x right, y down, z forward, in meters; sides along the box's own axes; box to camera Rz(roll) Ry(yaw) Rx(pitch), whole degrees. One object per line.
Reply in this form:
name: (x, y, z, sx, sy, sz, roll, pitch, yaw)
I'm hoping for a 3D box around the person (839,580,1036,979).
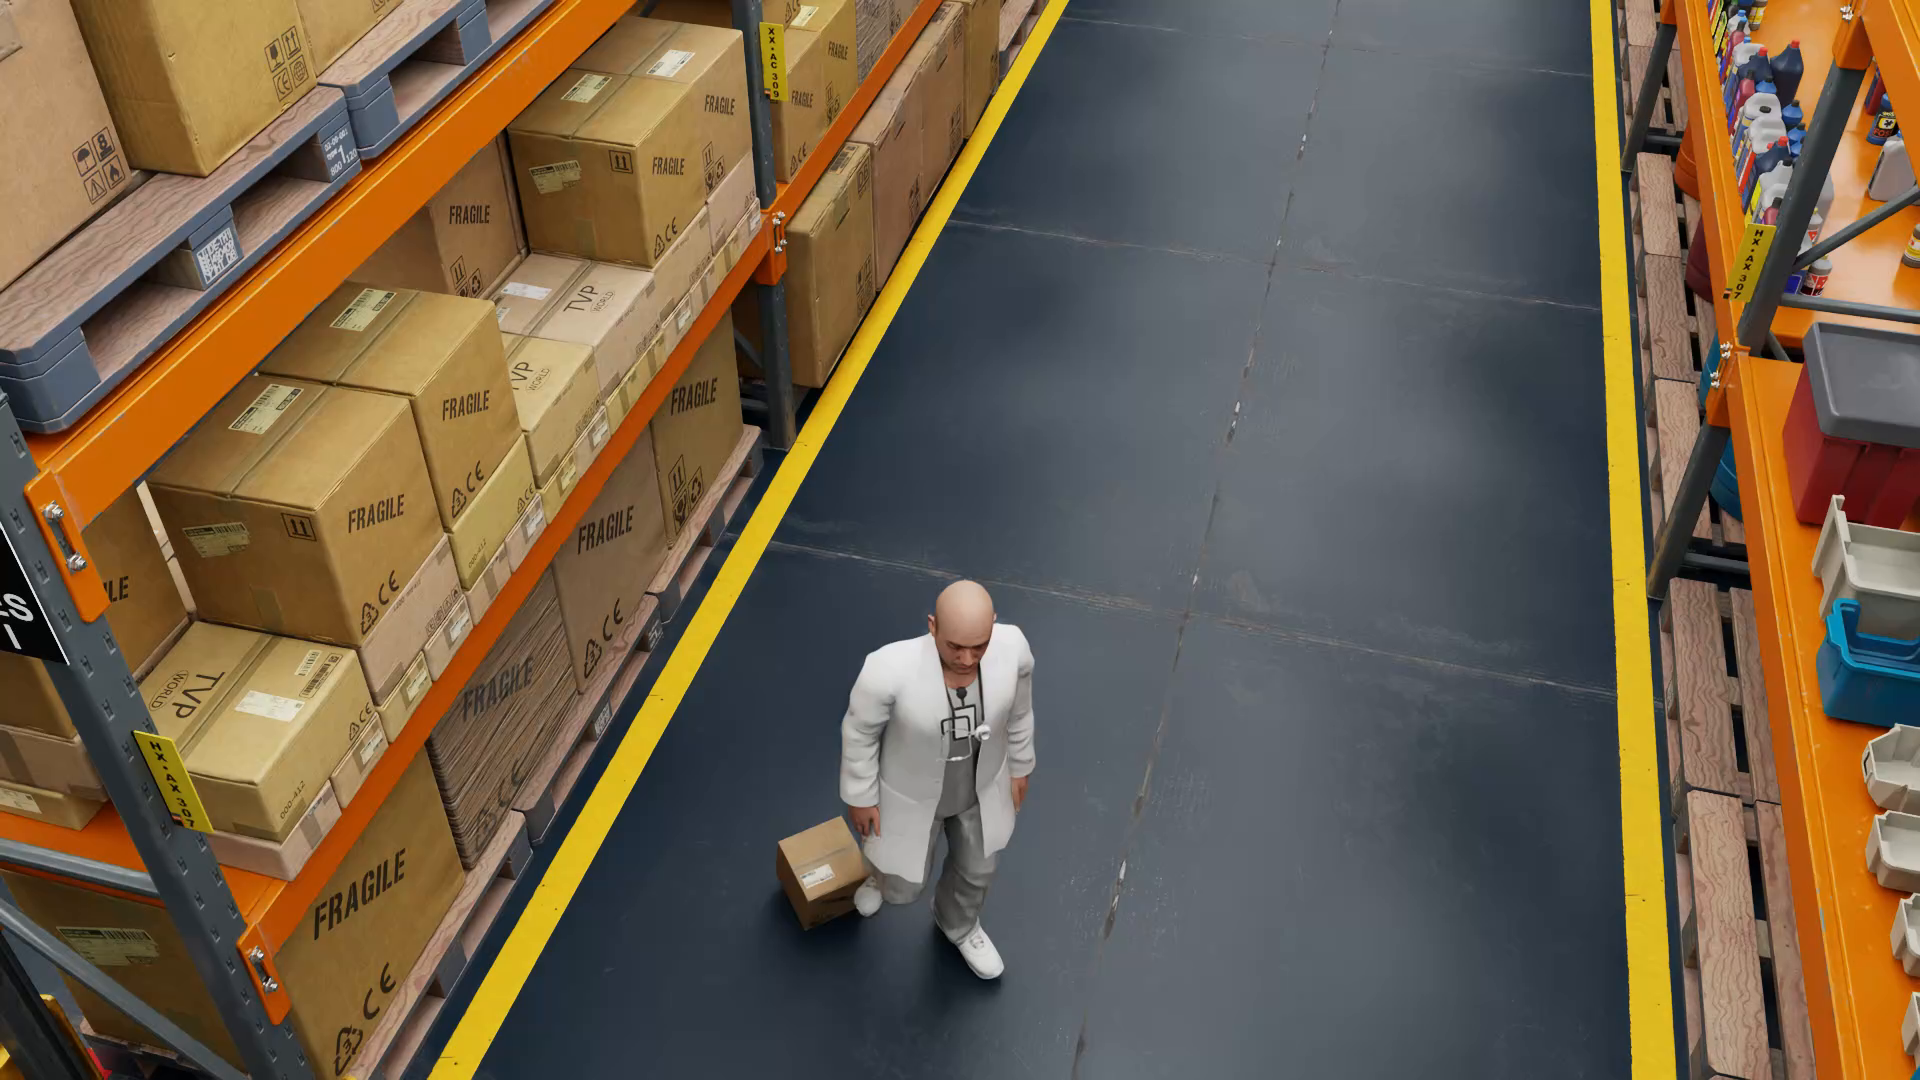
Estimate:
person: (-0.100, 0.705, 5.310, 0.639, 1.760, 0.660, -14, 42, -16)
